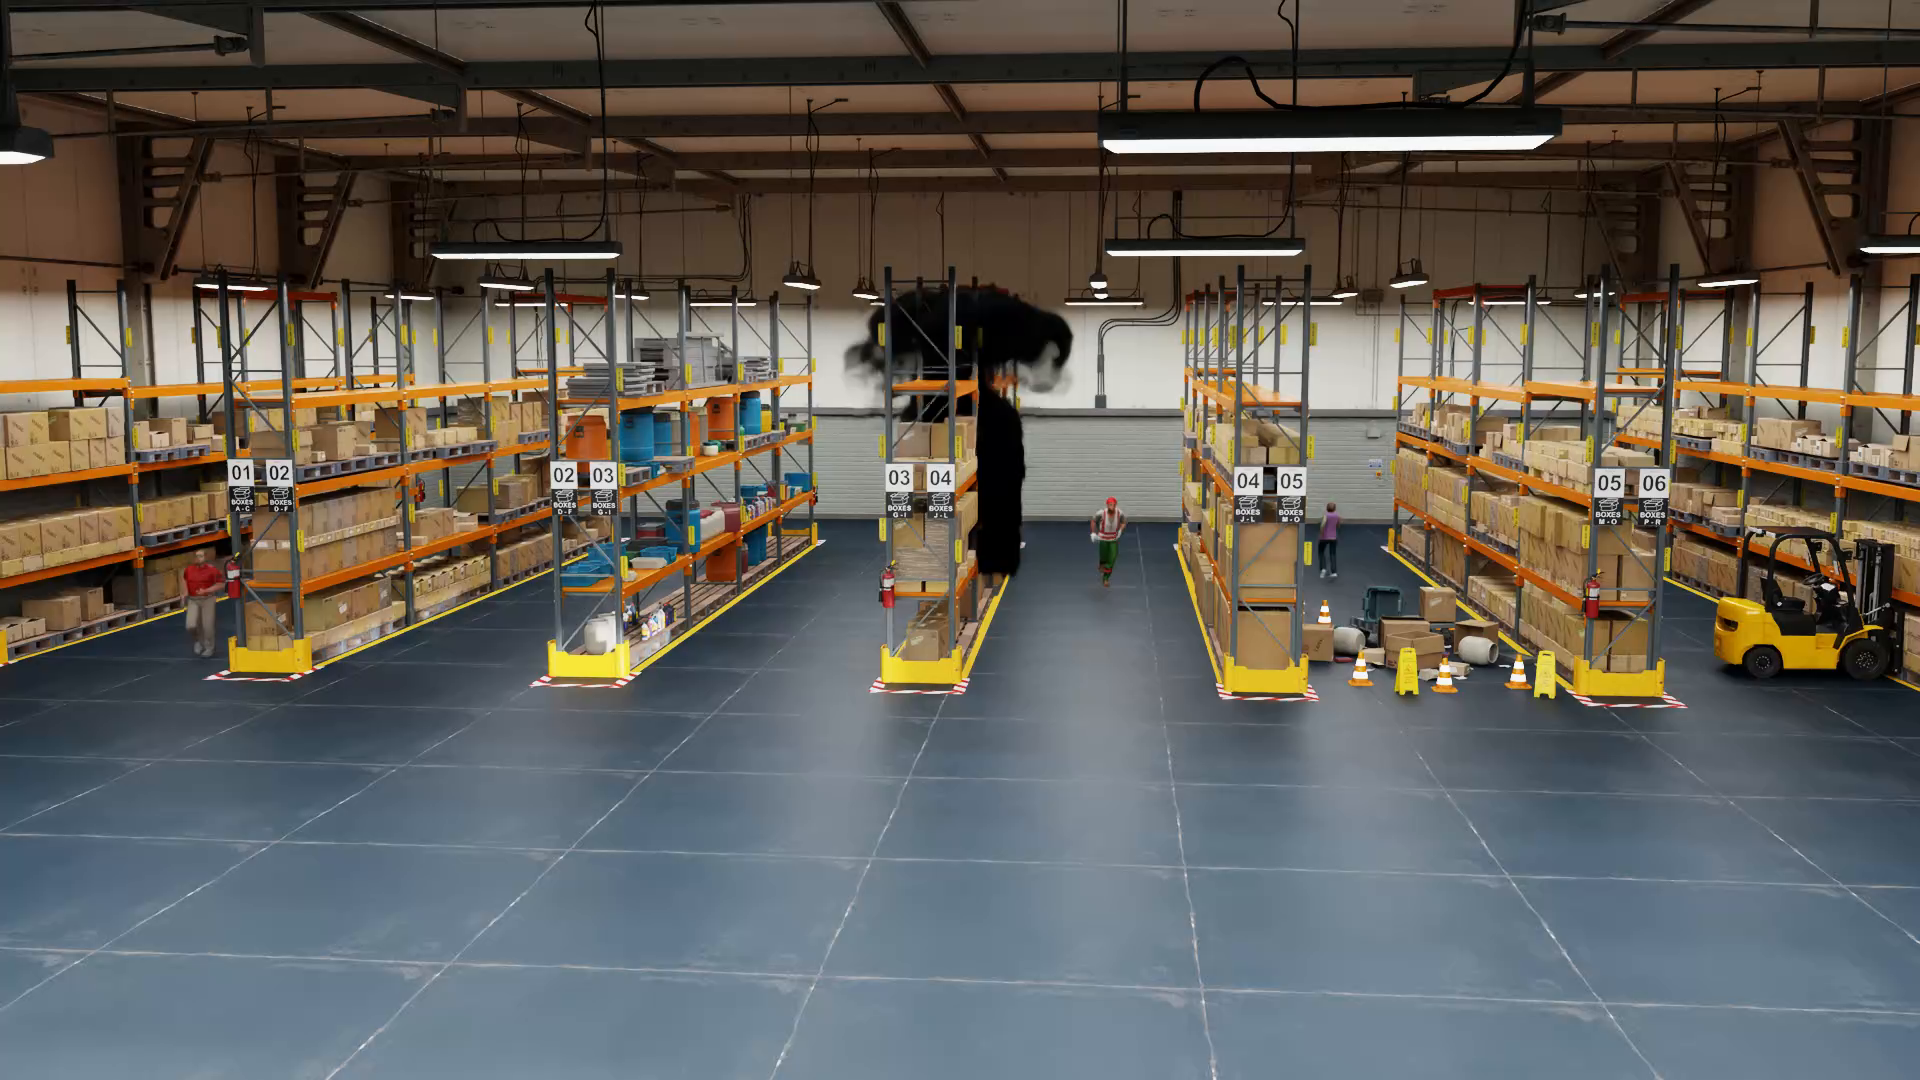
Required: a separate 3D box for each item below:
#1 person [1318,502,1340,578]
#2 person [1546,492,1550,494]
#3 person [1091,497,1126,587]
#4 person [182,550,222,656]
[{"bbox_3d":[7.651,0.011,34.491,0.493,1.620,0.684,-1,7,-7],"label":"person"},{"bbox_3d":[12.488,-0.174,35.514,0.699,1.769,0.927,-1,7,-6],"label":"person"},{"bbox_3d":[2.836,0.018,31.807,0.655,1.721,0.779,-1,7,-12],"label":"person"},{"bbox_3d":[-11.905,0.999,26.062,0.646,1.694,0.633,-1,7,-8],"label":"person"}]
